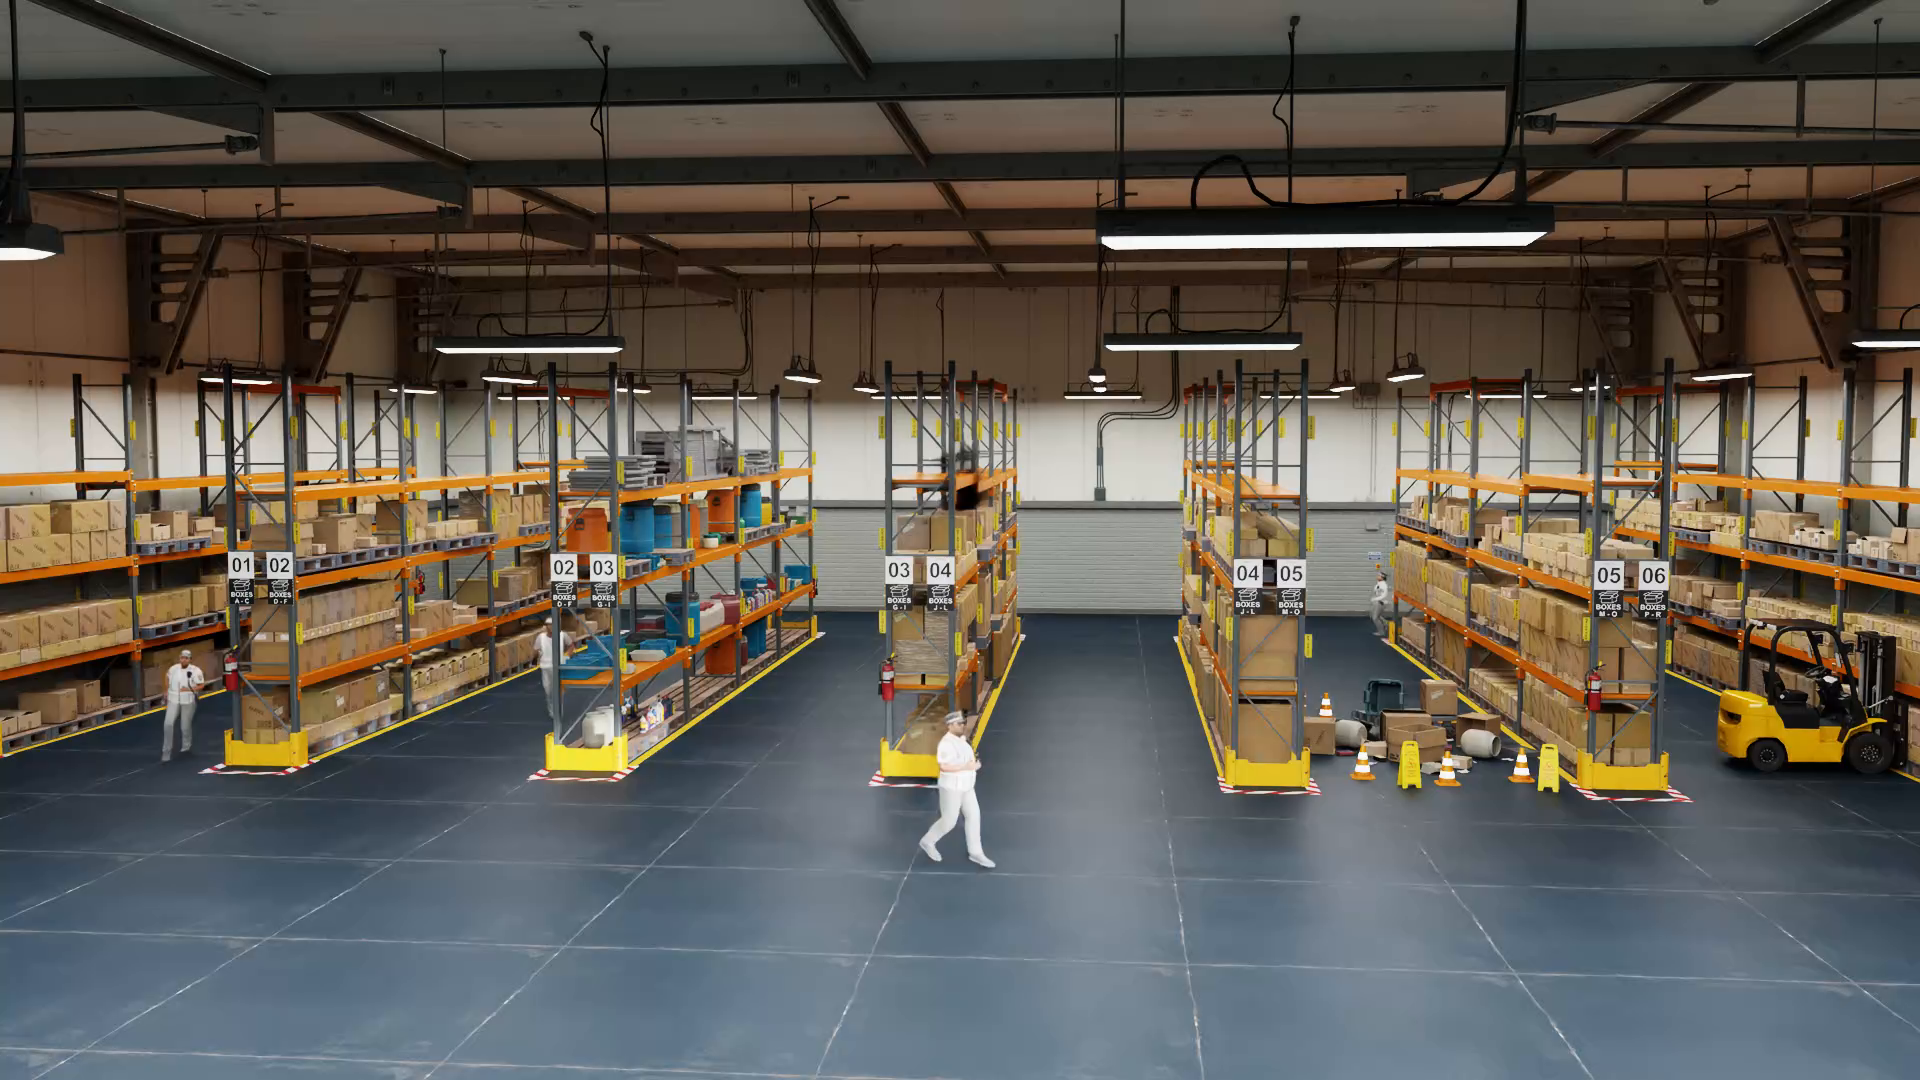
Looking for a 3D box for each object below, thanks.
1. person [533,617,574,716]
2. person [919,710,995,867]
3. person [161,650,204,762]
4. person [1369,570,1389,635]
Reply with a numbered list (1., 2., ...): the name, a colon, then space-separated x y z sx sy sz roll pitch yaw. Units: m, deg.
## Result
1. person: -7.027 2.232 28.681 0.659 1.807 0.685 0 4 -5
2. person: -0.040 2.832 19.055 0.924 1.778 0.645 2 4 31
3. person: -11.912 2.524 25.548 0.596 1.707 0.780 -1 4 -13
4. person: 10.256 1.531 40.491 0.514 1.619 0.620 0 4 2
